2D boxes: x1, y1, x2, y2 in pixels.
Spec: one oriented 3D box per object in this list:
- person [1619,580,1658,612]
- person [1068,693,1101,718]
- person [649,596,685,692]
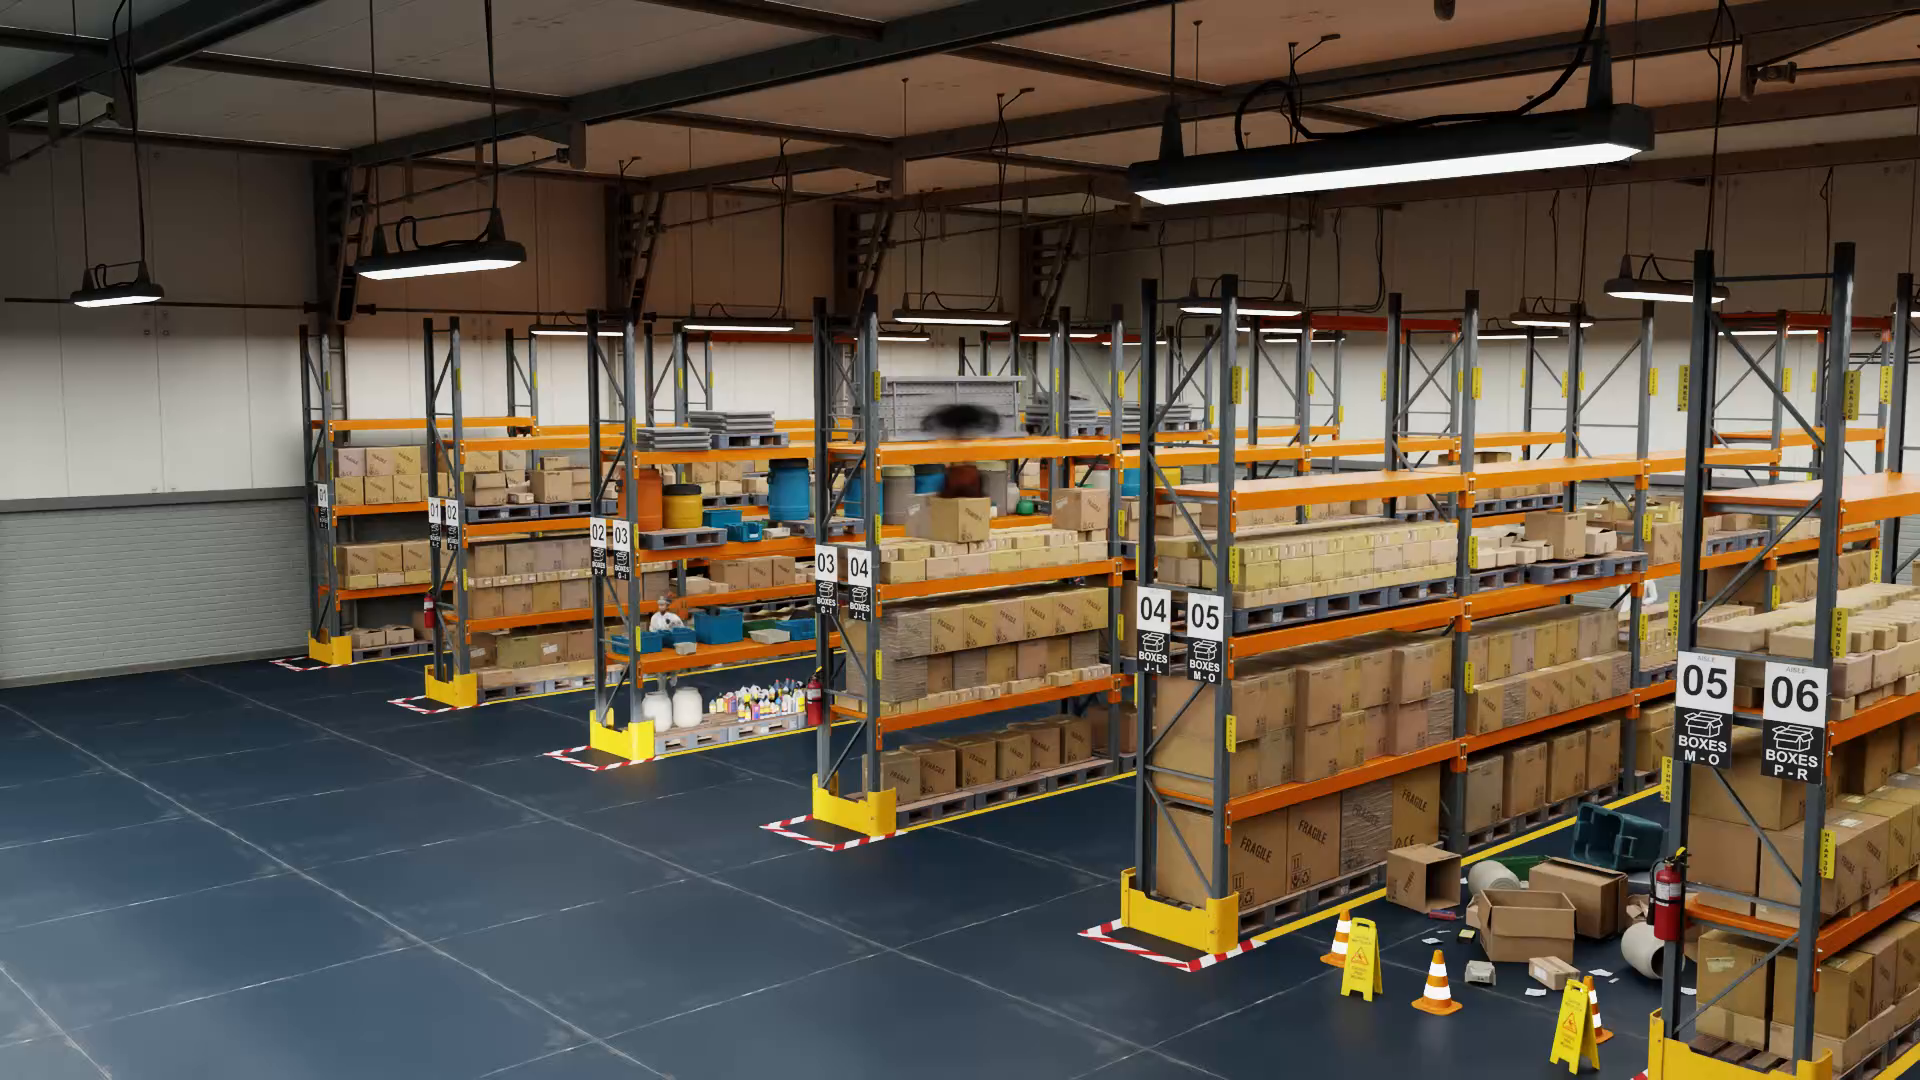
[{"bbox_3d":[12.297,1.283,30.237,0.727,1.713,0.738,4,7,38],"label":"person"},{"bbox_3d":[1.785,1.885,23.840,0.682,1.788,0.723,5,8,40],"label":"person"},{"bbox_3d":[-4.648,1.695,26.371,0.630,1.669,0.725,2,6,21],"label":"person"}]
